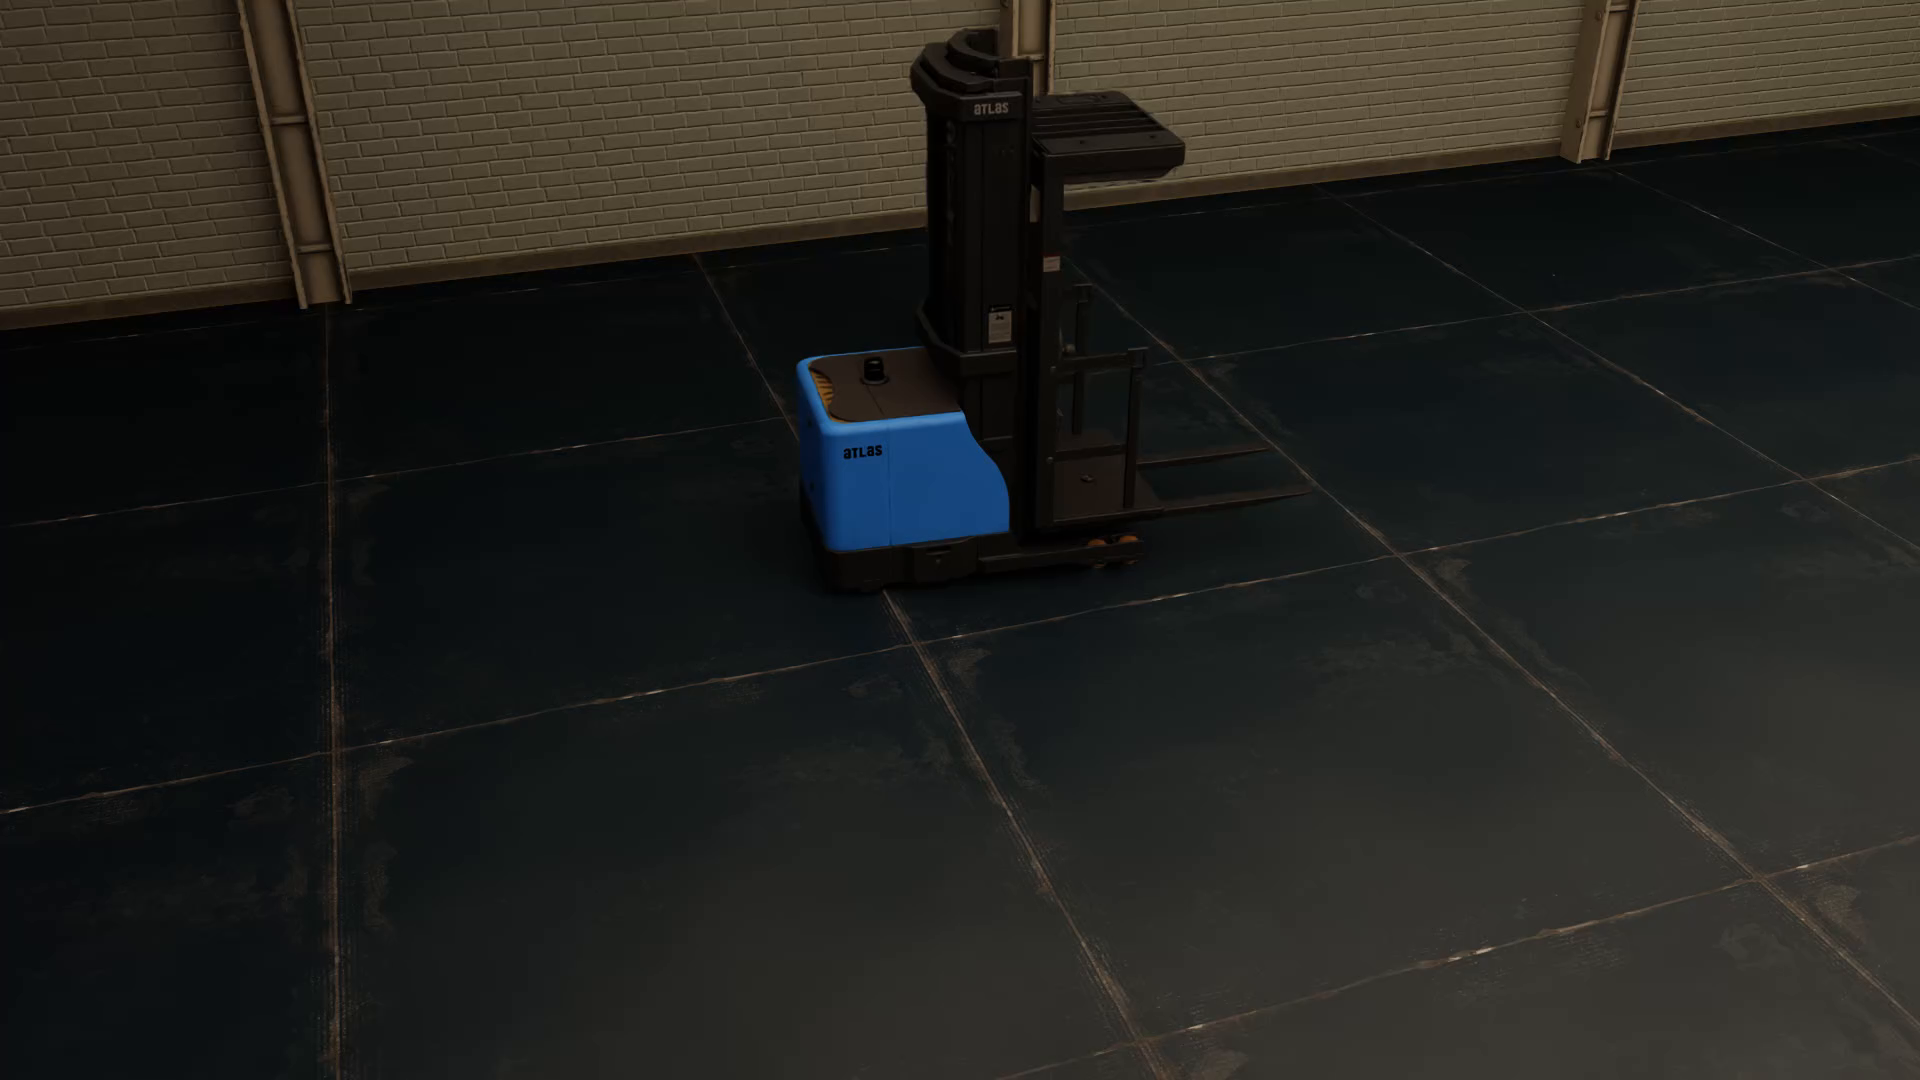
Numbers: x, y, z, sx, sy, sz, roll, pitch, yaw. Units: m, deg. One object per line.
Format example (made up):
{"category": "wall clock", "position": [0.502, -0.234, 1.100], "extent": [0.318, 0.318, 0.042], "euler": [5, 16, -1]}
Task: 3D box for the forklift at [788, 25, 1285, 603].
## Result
{"category": "forklift", "position": [0.550, -1.418, 9.551], "extent": [3.031, 2.935, 1.130], "euler": [-14, 33, -23]}
